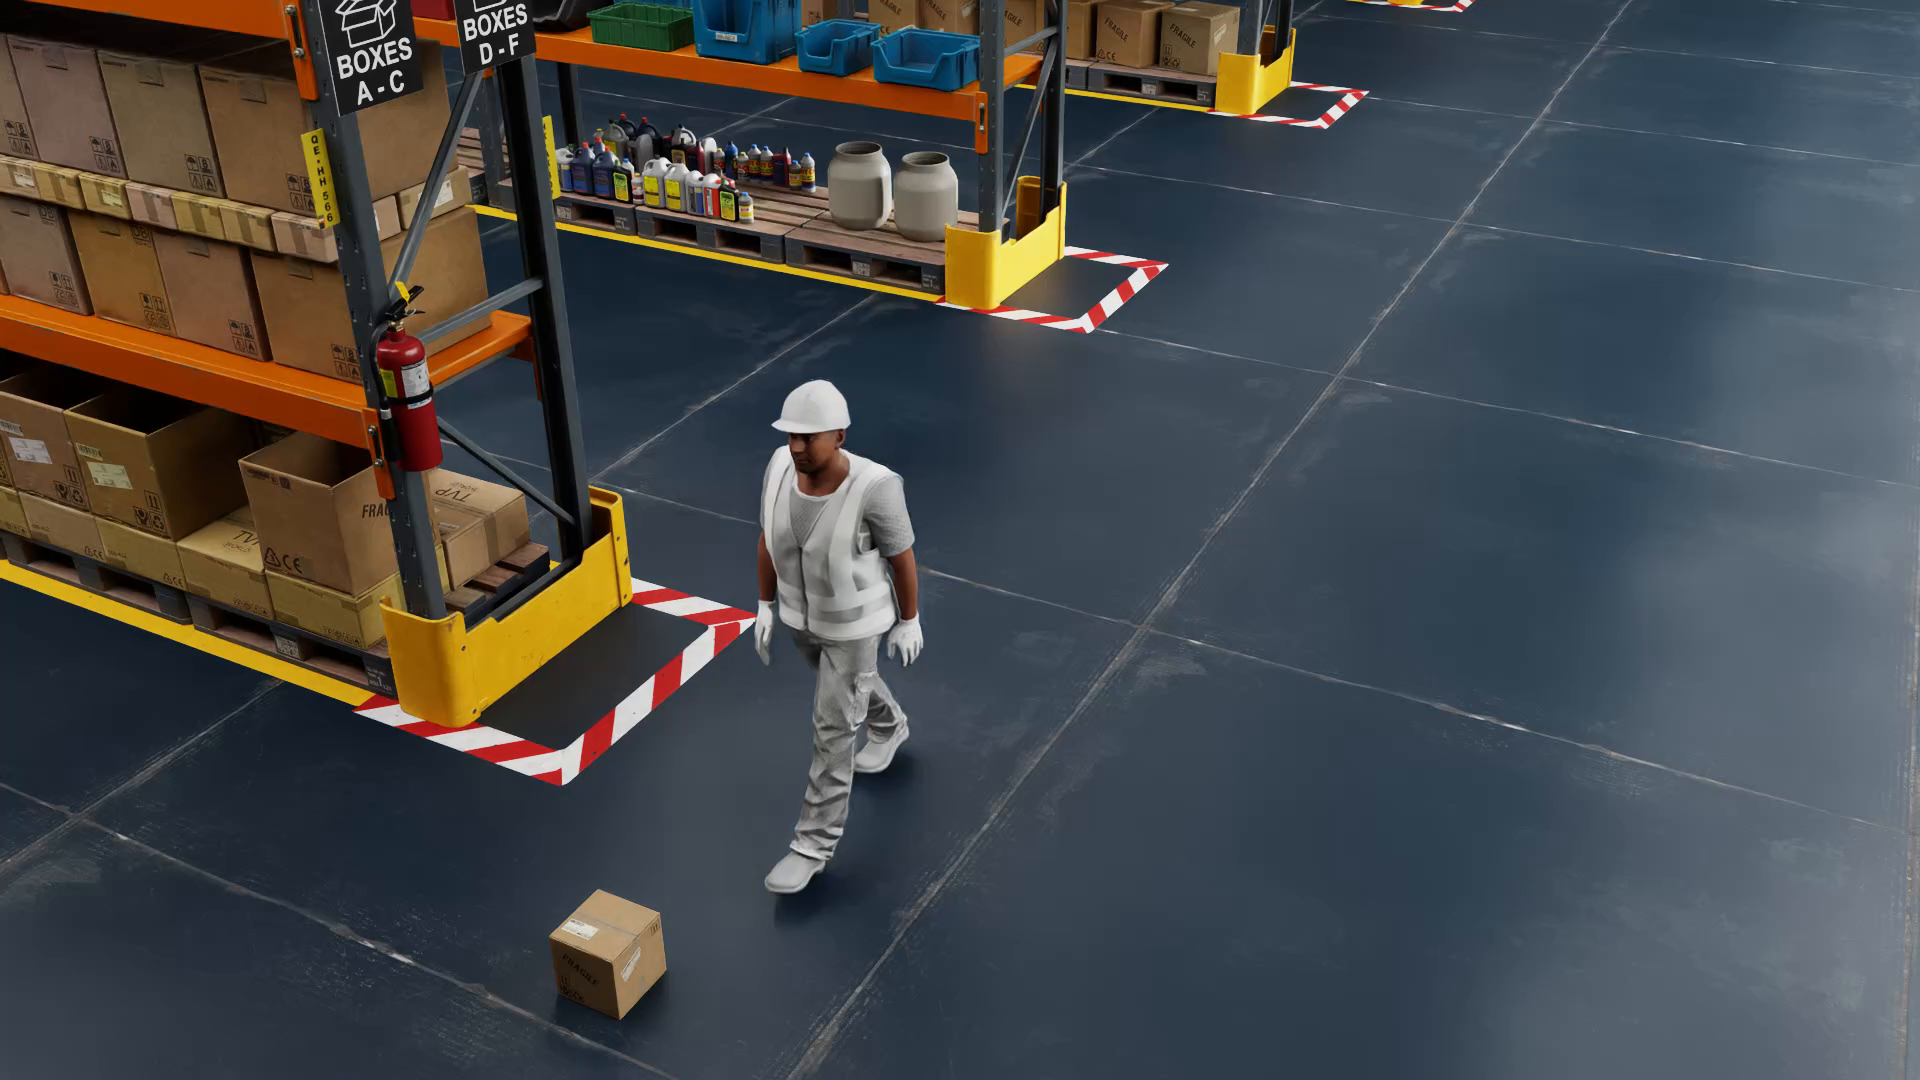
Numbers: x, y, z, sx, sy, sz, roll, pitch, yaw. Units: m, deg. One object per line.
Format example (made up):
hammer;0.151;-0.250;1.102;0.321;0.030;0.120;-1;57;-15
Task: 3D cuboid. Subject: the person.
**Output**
person;-0.448;0.266;5.647;0.560;1.746;1.018;19;35;30
